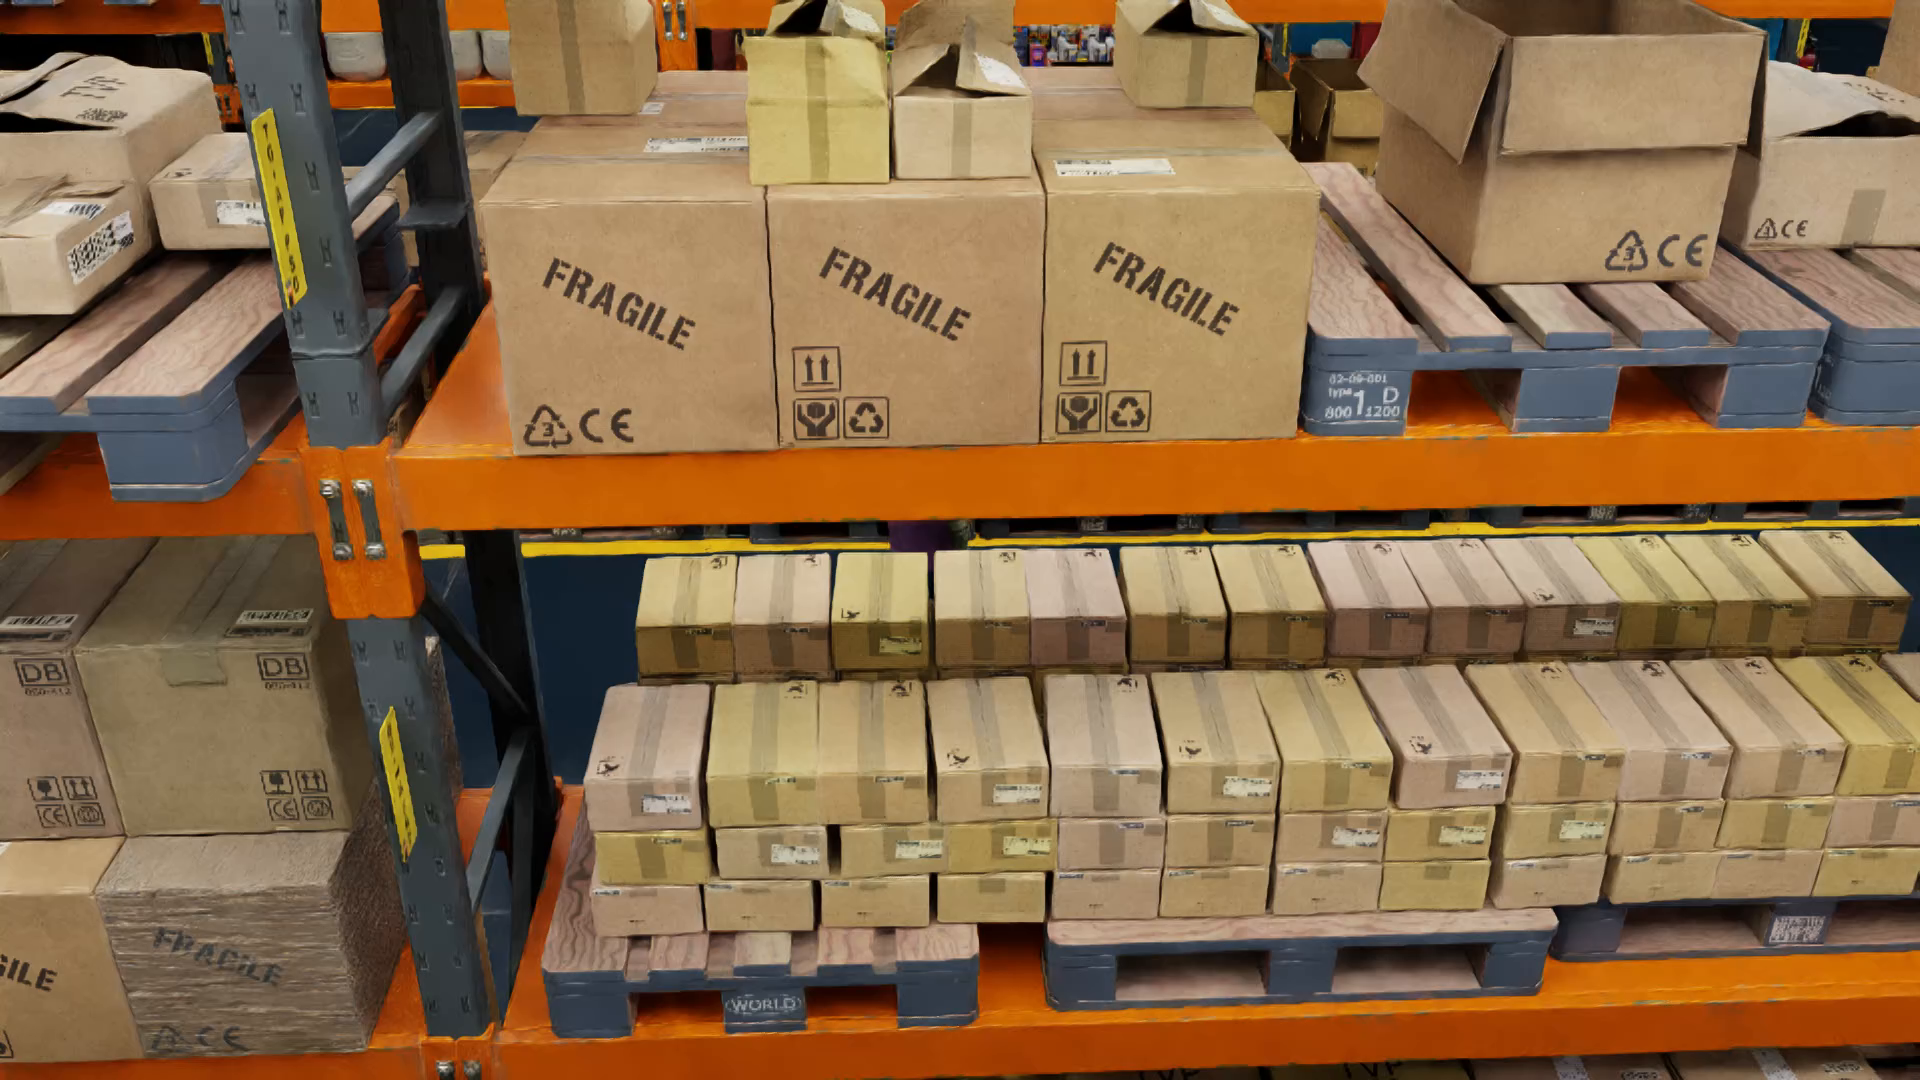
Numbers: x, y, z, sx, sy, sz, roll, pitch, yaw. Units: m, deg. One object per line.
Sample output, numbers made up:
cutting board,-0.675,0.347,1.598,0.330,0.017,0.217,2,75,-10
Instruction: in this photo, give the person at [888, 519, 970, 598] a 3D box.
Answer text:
person,-0.088,0.040,7.057,0.499,1.587,0.471,-21,34,-34
